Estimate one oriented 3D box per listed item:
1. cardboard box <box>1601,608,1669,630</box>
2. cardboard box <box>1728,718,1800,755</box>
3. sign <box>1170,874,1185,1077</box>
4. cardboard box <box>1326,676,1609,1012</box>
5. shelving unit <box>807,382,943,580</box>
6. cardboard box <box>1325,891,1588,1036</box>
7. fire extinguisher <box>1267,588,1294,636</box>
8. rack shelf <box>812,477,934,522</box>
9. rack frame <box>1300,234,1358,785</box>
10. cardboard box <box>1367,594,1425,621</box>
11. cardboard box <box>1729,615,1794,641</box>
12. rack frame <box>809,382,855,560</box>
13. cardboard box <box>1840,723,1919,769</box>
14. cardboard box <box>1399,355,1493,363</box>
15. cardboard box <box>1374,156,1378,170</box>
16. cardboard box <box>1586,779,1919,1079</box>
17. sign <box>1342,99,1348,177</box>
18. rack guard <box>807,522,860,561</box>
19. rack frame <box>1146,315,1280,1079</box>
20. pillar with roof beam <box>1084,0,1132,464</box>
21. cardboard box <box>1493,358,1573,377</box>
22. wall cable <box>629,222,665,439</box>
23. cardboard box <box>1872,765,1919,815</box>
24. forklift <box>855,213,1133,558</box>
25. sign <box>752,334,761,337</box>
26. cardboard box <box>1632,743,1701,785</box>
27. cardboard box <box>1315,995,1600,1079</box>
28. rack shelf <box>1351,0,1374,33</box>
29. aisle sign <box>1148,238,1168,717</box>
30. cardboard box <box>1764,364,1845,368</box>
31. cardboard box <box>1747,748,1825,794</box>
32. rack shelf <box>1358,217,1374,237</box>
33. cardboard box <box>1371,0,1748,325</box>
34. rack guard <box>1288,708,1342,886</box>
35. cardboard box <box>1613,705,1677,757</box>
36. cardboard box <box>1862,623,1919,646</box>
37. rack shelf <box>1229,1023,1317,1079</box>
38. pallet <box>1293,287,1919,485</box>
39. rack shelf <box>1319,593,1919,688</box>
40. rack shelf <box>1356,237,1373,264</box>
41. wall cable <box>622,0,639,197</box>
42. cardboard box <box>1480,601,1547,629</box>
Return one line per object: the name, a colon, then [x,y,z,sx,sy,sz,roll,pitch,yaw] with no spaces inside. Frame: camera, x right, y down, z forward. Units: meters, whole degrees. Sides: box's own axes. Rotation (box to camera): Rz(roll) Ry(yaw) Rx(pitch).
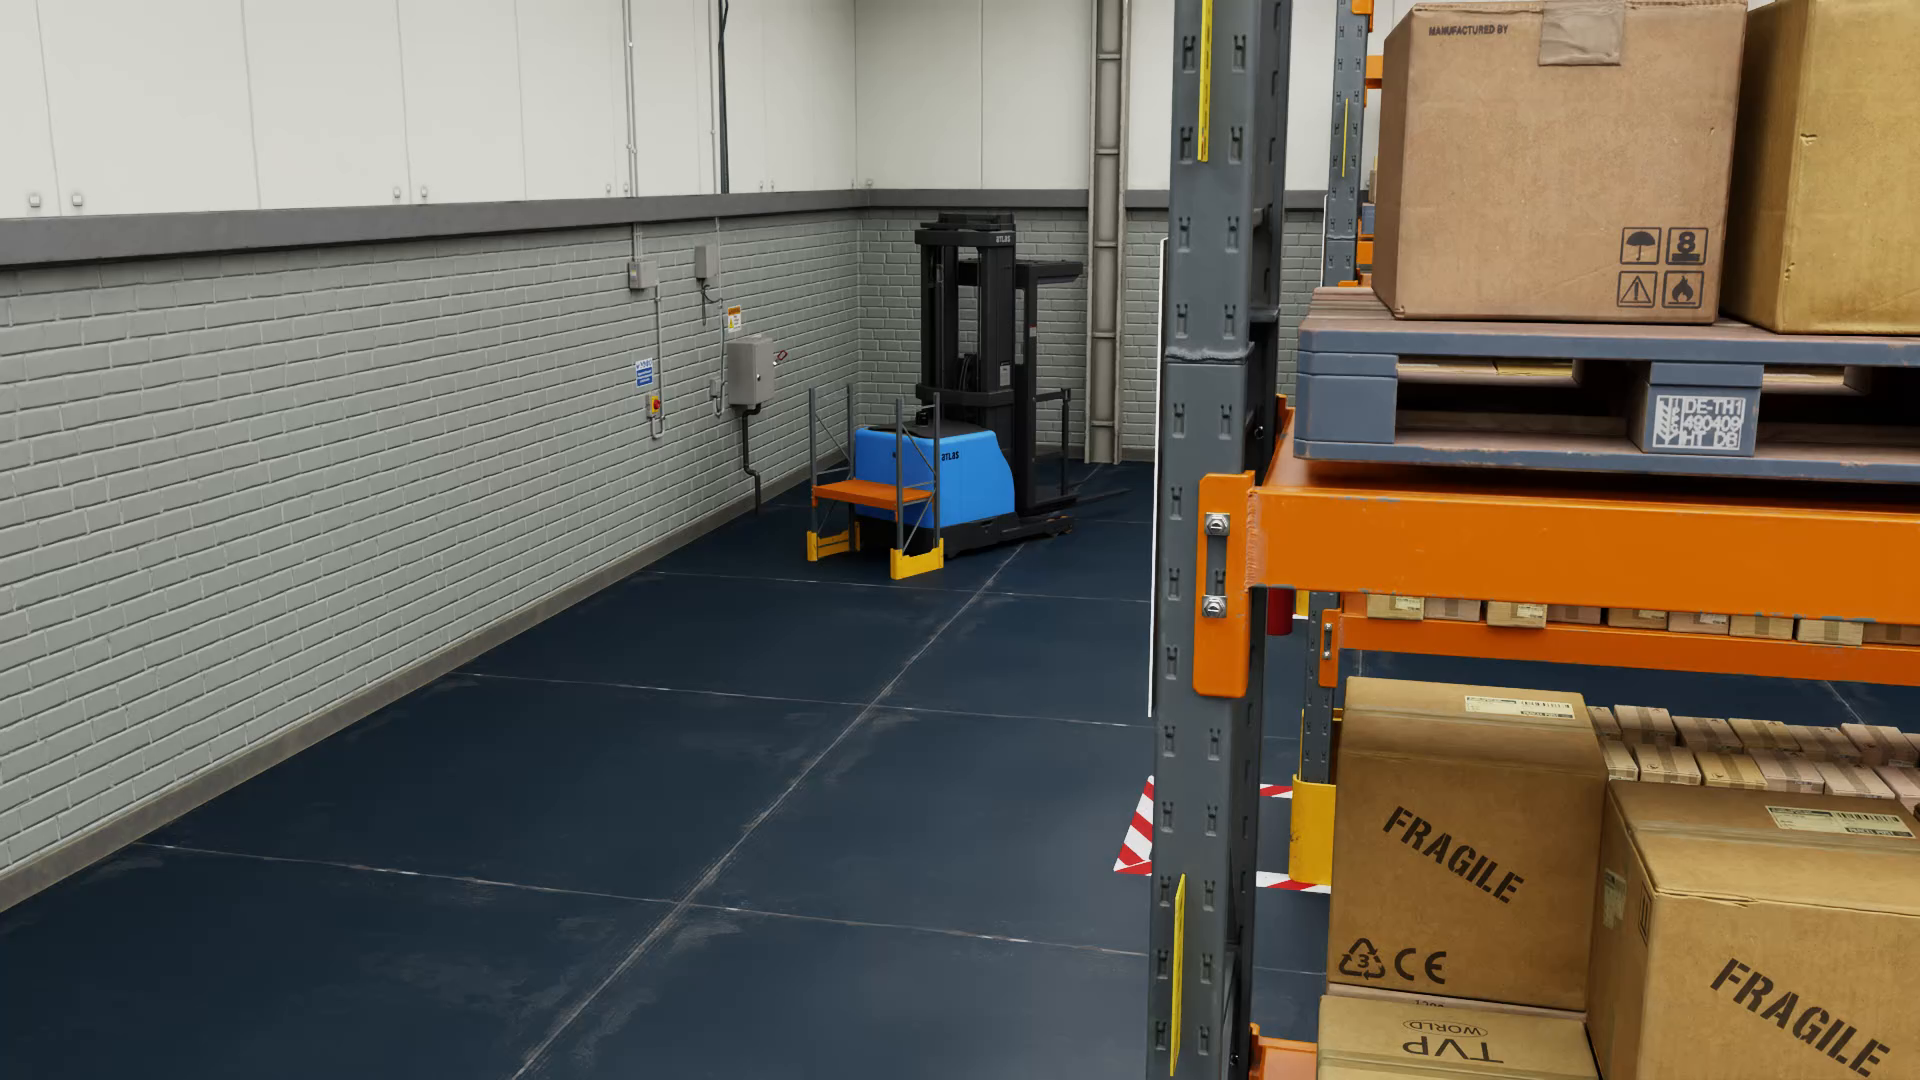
cardboard box: [3.077,0.285,7.605,0.250,0.149,0.380,3,13,13]
cardboard box: [3.881,0.999,8.046,0.250,0.149,0.380,3,13,14]
sign: [0.368,0.736,2.811,0.005,0.325,0.100,3,13,14]
cardboard box: [1.043,0.612,3.476,0.500,0.500,0.500,3,13,14]
shelving unit: [-0.734,-0.528,14.149,1.083,1.500,0.587,11,17,40]
cardboard box: [1.041,0.978,3.561,0.500,0.250,0.500,3,13,13]
fire extinguisher: [1.659,0.152,8.661,0.183,0.674,0.296,3,13,14]
rack shelf: [-0.727,-0.351,14.183,1.000,0.185,0.538,11,17,40]
rack frame: [1.793,0.043,8.116,0.127,3.000,1.000,3,13,14]
cardboard box: [2.029,0.251,7.757,0.250,0.149,0.380,3,13,13]
cardboard box: [3.556,0.321,7.440,0.250,0.149,0.380,4,13,16]
rack frame: [-1.110,-0.599,14.470,0.032,1.500,0.500,11,17,40]
cardboard box: [4.395,1.017,7.966,0.250,0.149,0.380,3,13,15]
cardboard box: [2.297,-0.668,8.093,0.500,0.500,0.500,3,13,12]
cardboard box: [4.438,-3.752,16.800,0.500,0.250,0.500,3,13,13]
cardboard box: [1.394,0.750,2.856,0.500,0.500,0.500,3,13,12]
sign: [1.664,-1.734,7.182,0.005,0.325,0.100,3,13,14]
rack guard: [-1.108,0.011,14.606,0.087,0.250,0.587,11,17,40]
rack frame: [0.507,1.080,3.438,0.127,3.000,1.000,3,13,14]
pillar with roof beam: [0.634,-4.400,14.292,0.400,9.000,9.100,3,13,14]
cardboard box: [2.657,-0.535,7.496,0.500,0.500,0.500,3,13,15]
wall cable: [-2.599,-1.802,14.015,0.123,1.953,0.585,3,13,14]
cardboard box: [4.250,1.142,7.400,0.250,0.149,0.380,2,13,11]
forklift: [0.429,-1.529,15.359,1.130,2.935,3.031,12,17,42]
sign: [-2.037,-1.794,16.612,0.001,0.494,0.329,3,13,14]
cardboard box: [3.259,1.079,7.686,0.250,0.149,0.380,4,13,16]
cardboard box: [0.908,1.090,3.054,0.500,0.250,0.500,3,13,12]
rack shelf: [3.735,-2.429,7.077,4.000,0.370,1.077,3,13,14]
aisle sign: [0.365,-0.129,2.889,0.004,0.787,0.394,3,13,14]
cardboard box: [3.810,-0.590,7.741,0.500,0.500,0.500,3,13,12]
cardboard box: [3.770,1.095,7.613,0.250,0.149,0.380,3,13,14]
rack shelf: [6.009,-3.057,16.822,4.000,0.370,1.077,3,13,14]
cardboard box: [1.025,-0.671,2.976,0.500,0.500,0.700,2,13,10]
rack guard: [1.867,1.267,8.369,0.348,0.500,1.175,3,13,14]
cardboard box: [3.390,0.954,8.247,0.250,0.149,0.380,4,13,16]
cardboard box: [4.072,0.340,7.358,0.250,0.149,0.380,3,13,13]
rack shelf: [2.449,1.535,3.049,4.000,0.370,1.077,3,13,14]
pallet: [1.230,-0.304,2.960,1.213,0.211,1.003,3,13,14]
rack shelf: [3.735,0.498,7.726,4.000,0.370,1.077,3,13,14]
rack shelf: [4.823,-2.013,12.117,4.000,0.370,1.077,3,13,14]
wall cable: [-2.709,-4.168,13.245,0.029,3.000,0.463,3,13,14]
cardboard box: [2.535,0.281,7.623,0.250,0.149,0.380,3,13,12]
